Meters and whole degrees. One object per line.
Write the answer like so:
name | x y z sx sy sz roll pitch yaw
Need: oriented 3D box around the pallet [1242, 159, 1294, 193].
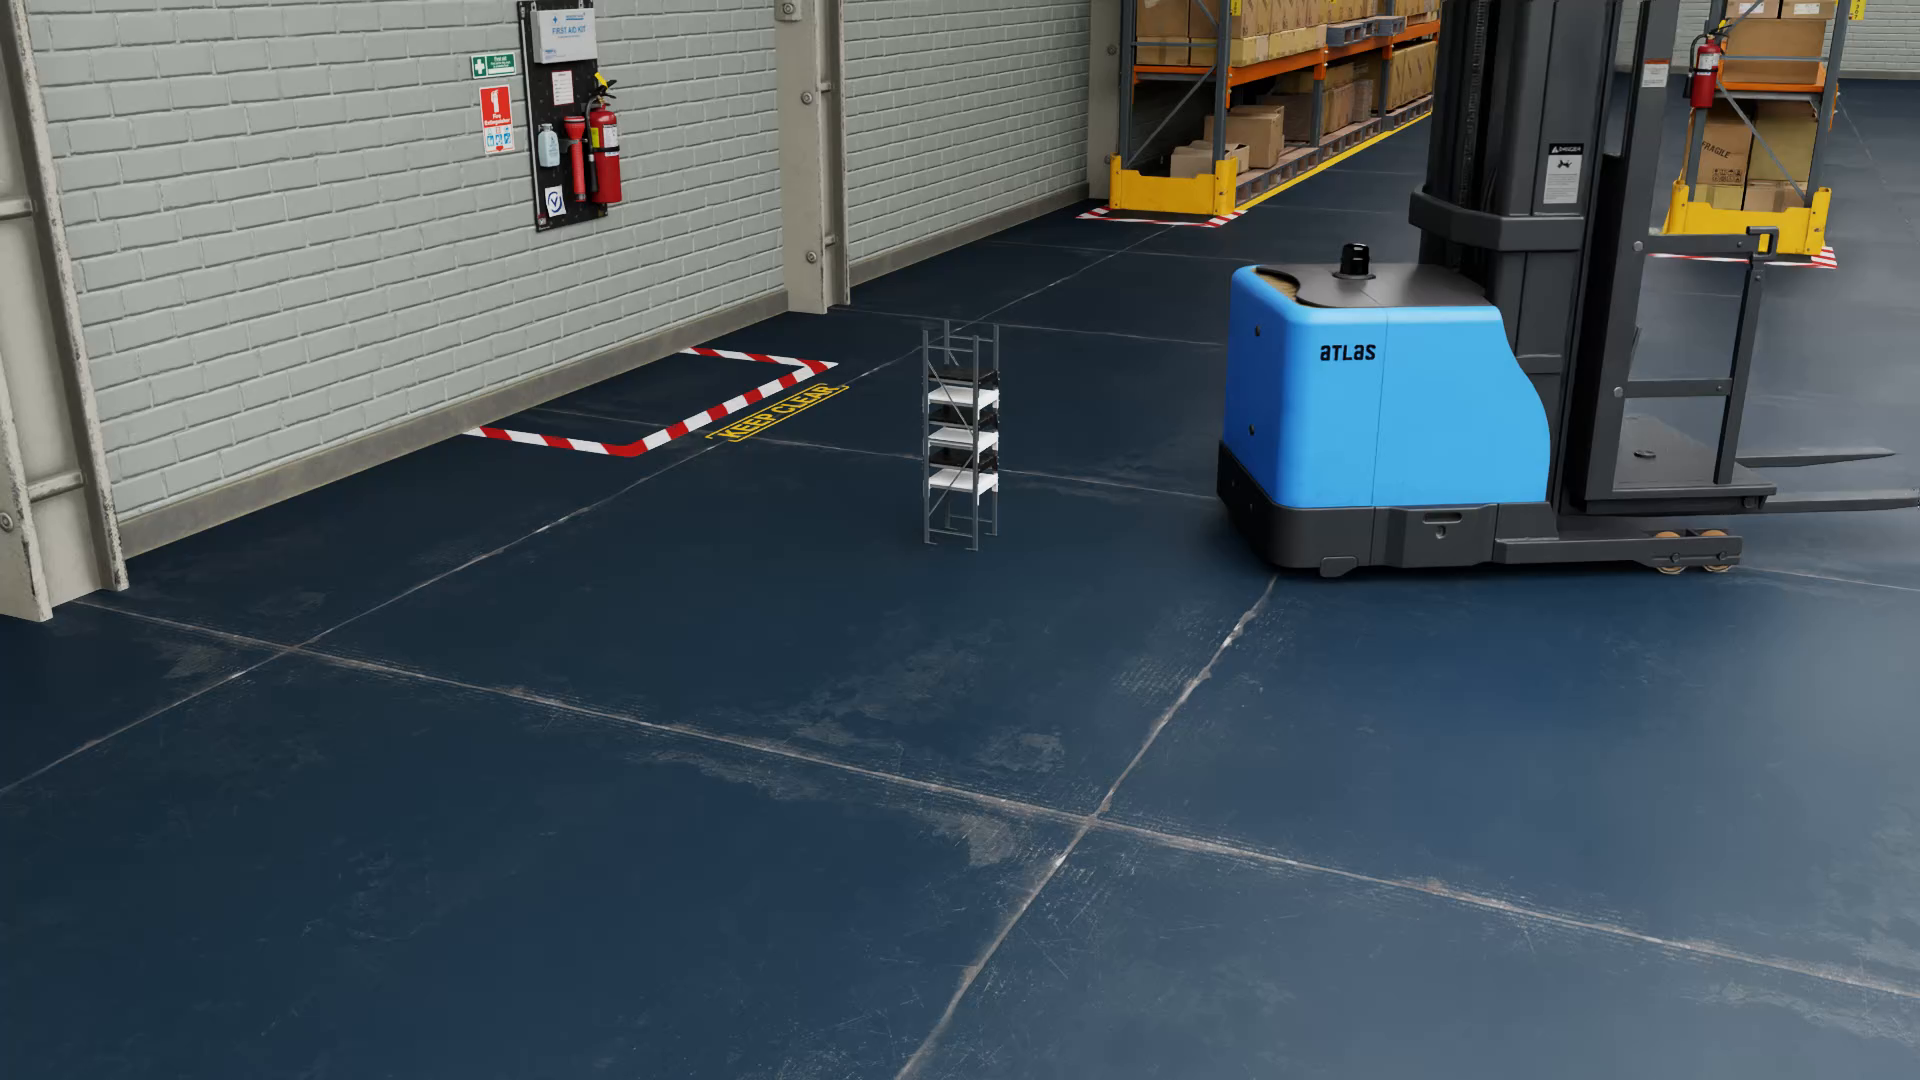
pallet | 2.871 -3.853 17.487 1.003 0.211 1.213 9 21 23

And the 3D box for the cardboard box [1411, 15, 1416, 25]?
cardboard box | 6.328 -7.483 23.879 0.380 0.149 0.250 9 22 24

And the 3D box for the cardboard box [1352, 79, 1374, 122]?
cardboard box | 5.003 -5.776 21.807 0.700 0.500 0.500 9 21 23

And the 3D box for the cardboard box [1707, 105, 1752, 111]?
cardboard box | 7.045 -3.770 15.452 0.500 0.500 0.500 9 21 23

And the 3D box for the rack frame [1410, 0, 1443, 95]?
rack frame | 6.888 -8.196 25.540 1.000 3.000 0.127 9 21 23

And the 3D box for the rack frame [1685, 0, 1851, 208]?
rack frame | 6.495 -3.850 13.317 1.000 3.000 0.127 9 21 23

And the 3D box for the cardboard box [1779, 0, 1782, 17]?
cardboard box | 6.957 -4.374 13.673 0.380 0.149 0.250 8 21 21

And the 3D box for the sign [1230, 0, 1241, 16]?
sign | 2.469 -4.862 14.870 0.100 0.325 0.005 9 21 23

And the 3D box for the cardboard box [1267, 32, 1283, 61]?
cardboard box | 2.877 -4.888 16.431 0.500 0.250 0.500 8 21 22

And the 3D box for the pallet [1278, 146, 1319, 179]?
pallet | 3.369 -4.227 18.539 1.003 0.211 1.213 9 21 23

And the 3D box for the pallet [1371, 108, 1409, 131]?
pallet | 5.641 -5.891 23.217 1.003 0.211 1.213 9 21 23

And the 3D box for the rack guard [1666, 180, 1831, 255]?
rack guard | 6.485 -2.664 13.715 1.175 0.500 0.348 9 21 23

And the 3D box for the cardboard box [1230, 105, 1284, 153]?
cardboard box | 3.223 -4.458 18.101 0.500 0.500 0.500 7 21 19

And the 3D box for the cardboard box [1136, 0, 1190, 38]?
cardboard box | 1.973 -4.993 15.608 0.500 0.500 0.500 8 21 22

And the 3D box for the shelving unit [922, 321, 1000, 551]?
shelving unit | 0.003 -0.426 6.825 0.258 0.900 0.210 9 21 23

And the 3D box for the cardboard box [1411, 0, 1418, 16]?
cardboard box | 6.109 -7.594 23.223 0.500 0.500 0.500 8 21 22

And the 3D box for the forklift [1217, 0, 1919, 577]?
forklift | 2.678 -1.420 6.587 3.031 2.935 1.130 -2 20 -5

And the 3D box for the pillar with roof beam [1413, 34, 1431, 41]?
pillar with roof beam | 12.770 -12.599 28.966 9.100 9.000 0.400 9 21 23

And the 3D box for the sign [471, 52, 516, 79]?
sign | -2.343 -2.388 8.363 0.001 0.109 0.331 9 21 23

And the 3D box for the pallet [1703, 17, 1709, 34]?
pallet | 9.984 -6.422 20.835 1.213 0.211 1.003 9 21 23

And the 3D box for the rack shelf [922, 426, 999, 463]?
rack shelf | 0.003 -0.395 6.836 0.258 0.077 0.200 9 21 23

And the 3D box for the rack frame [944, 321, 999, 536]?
rack frame | 0.045 -0.458 6.912 0.240 0.900 0.006 9 21 23

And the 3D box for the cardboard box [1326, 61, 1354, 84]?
cardboard box | 4.712 -5.964 21.216 0.500 0.250 0.500 9 21 24

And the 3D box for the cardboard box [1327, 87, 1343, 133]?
cardboard box | 4.310 -5.323 20.534 0.700 0.500 0.500 9 21 23

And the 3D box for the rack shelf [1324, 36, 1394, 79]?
rack shelf | 4.431 -6.023 20.503 1.077 0.370 4.000 9 21 23

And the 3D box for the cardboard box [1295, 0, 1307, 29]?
cardboard box | 3.285 -5.550 17.173 0.500 0.500 0.500 8 21 21

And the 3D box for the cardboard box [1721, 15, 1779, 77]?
cardboard box | 6.908 -4.199 14.149 0.700 0.500 0.500 9 22 24

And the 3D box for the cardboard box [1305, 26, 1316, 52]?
cardboard box | 3.483 -5.352 17.736 0.500 0.250 0.500 9 21 23

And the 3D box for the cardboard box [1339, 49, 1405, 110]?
cardboard box | 5.671 -6.365 22.973 0.750 0.750 0.750 8 21 22

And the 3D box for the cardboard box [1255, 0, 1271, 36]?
cardboard box | 2.655 -5.075 15.836 0.500 0.500 0.500 9 21 23

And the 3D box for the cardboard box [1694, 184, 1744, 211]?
cardboard box | 6.445 -2.956 14.282 0.500 0.250 0.500 9 21 23

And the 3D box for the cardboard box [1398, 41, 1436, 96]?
cardboard box | 6.740 -7.165 25.220 0.750 0.750 0.750 9 21 23

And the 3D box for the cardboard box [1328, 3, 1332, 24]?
cardboard box | 3.851 -6.156 18.997 0.700 0.500 0.500 9 21 23

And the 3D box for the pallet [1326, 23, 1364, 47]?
pallet | 4.058 -5.874 19.296 1.003 0.211 1.213 9 21 23

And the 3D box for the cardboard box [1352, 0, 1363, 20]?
cardboard box | 4.577 -6.699 20.523 0.700 0.500 0.500 9 21 23

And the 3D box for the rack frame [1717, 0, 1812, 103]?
rack frame | 8.133 -5.072 16.755 1.000 3.000 0.127 9 21 23

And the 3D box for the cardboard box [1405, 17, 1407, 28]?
cardboard box | 5.893 -7.079 22.743 0.380 0.149 0.250 9 22 24

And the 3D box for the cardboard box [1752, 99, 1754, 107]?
cardboard box | 9.574 -5.108 19.495 0.500 0.311 0.500 8 21 22

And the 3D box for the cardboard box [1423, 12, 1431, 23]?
cardboard box | 6.724 -7.703 24.497 0.380 0.149 0.250 9 21 23

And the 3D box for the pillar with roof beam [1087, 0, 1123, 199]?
pillar with roof beam | 5.399 -7.097 13.494 9.100 9.000 0.400 9 21 23

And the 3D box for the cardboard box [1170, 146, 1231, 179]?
cardboard box | 2.339 -3.668 16.161 0.500 0.311 0.500 6 20 17

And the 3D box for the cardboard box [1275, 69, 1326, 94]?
cardboard box | 4.075 -5.496 19.901 0.500 0.250 0.500 8 21 22

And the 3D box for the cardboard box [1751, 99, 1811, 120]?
cardboard box | 7.927 -4.005 16.111 0.500 0.500 0.500 9 21 23

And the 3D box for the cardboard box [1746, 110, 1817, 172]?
cardboard box | 7.313 -3.546 14.822 0.500 0.500 0.500 9 21 23

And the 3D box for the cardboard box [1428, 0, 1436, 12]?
cardboard box | 6.729 -8.060 24.533 0.500 0.500 0.500 9 21 23

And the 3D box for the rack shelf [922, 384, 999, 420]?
rack shelf | 0.003 -0.565 6.776 0.258 0.077 0.200 9 21 23

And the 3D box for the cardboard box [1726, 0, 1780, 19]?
cardboard box | 6.477 -4.345 13.593 0.380 0.149 0.250 8 21 22

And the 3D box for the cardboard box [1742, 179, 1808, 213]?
cardboard box | 6.917 -2.885 14.082 0.500 0.250 0.500 9 21 23
